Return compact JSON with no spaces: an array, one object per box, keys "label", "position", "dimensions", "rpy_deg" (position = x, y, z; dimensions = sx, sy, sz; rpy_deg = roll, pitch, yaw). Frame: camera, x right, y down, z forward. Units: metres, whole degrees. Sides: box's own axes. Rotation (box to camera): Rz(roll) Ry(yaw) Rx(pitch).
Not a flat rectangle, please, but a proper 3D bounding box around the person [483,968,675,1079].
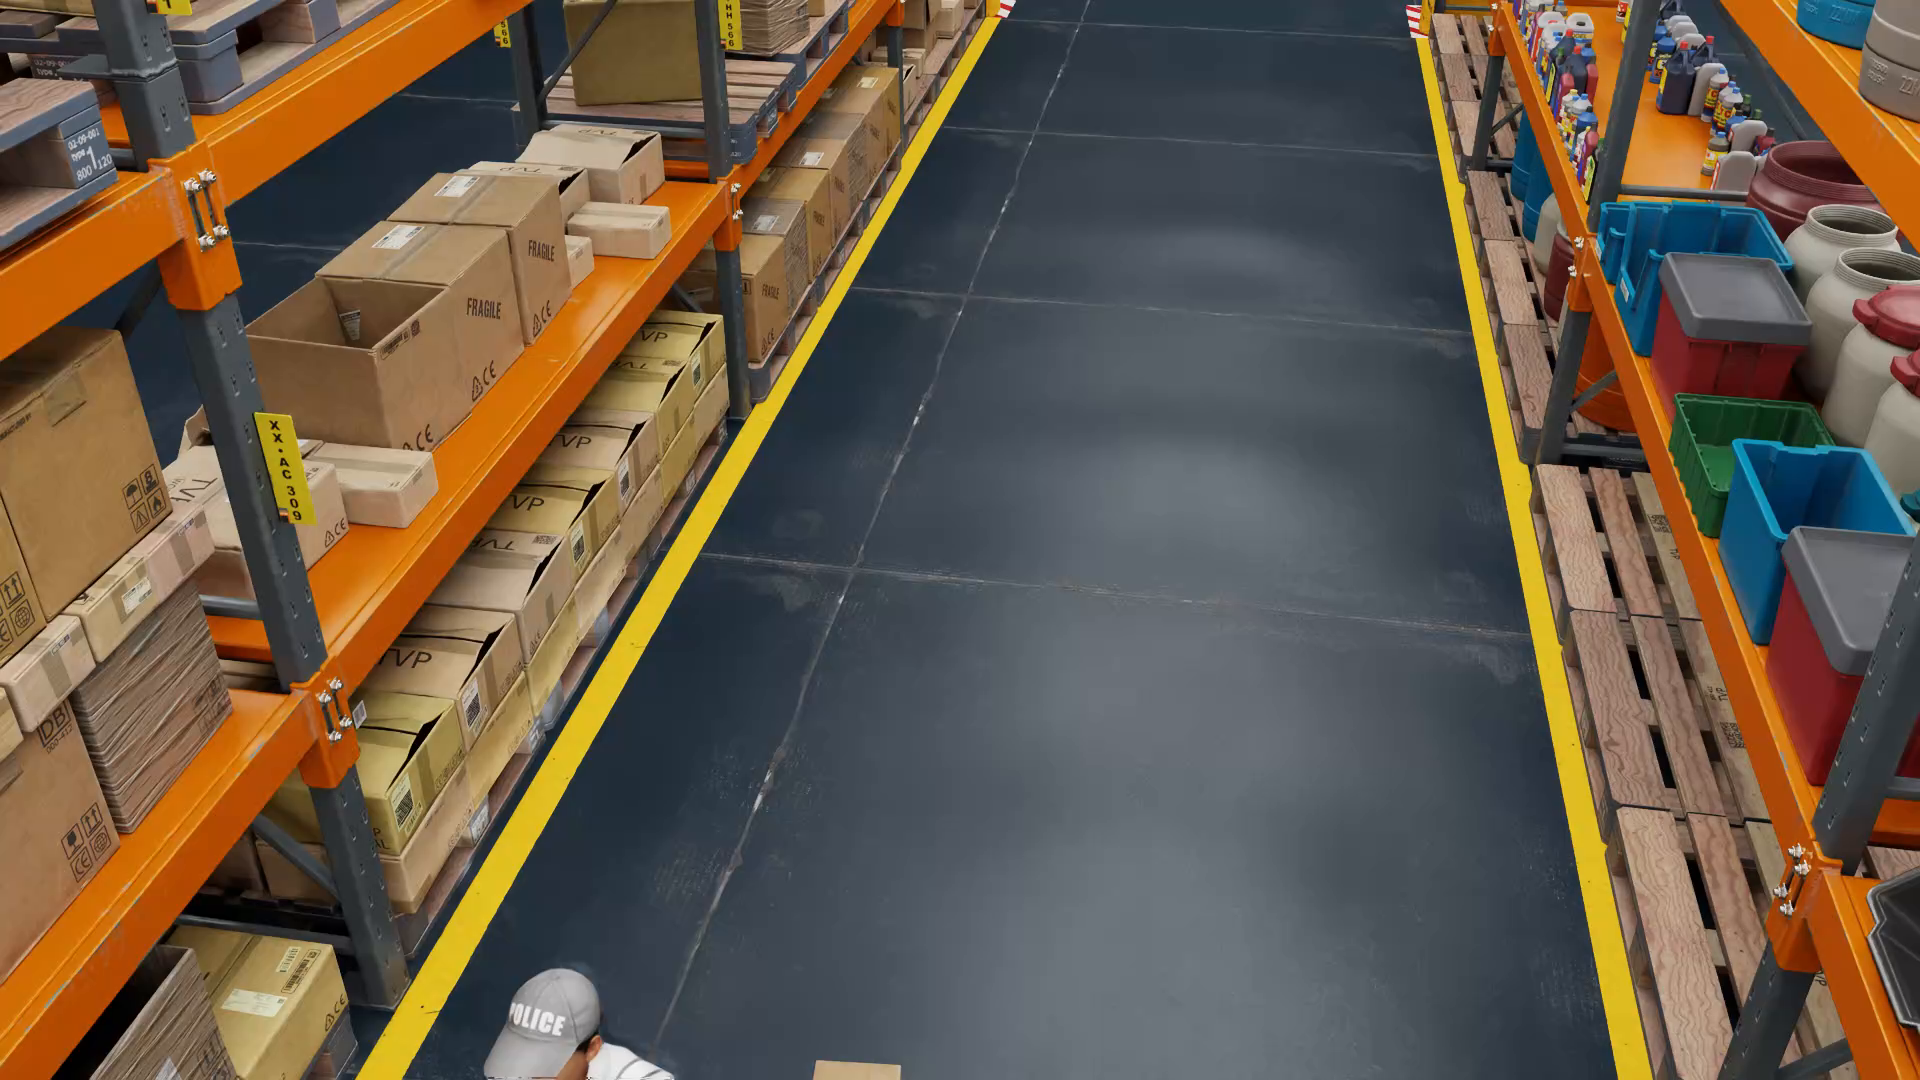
[{"label":"person","position":[-0.786,1.568,3.678],"dimensions":[0.485,1.614,1.013],"rpy_deg":[6,33,10]}]
